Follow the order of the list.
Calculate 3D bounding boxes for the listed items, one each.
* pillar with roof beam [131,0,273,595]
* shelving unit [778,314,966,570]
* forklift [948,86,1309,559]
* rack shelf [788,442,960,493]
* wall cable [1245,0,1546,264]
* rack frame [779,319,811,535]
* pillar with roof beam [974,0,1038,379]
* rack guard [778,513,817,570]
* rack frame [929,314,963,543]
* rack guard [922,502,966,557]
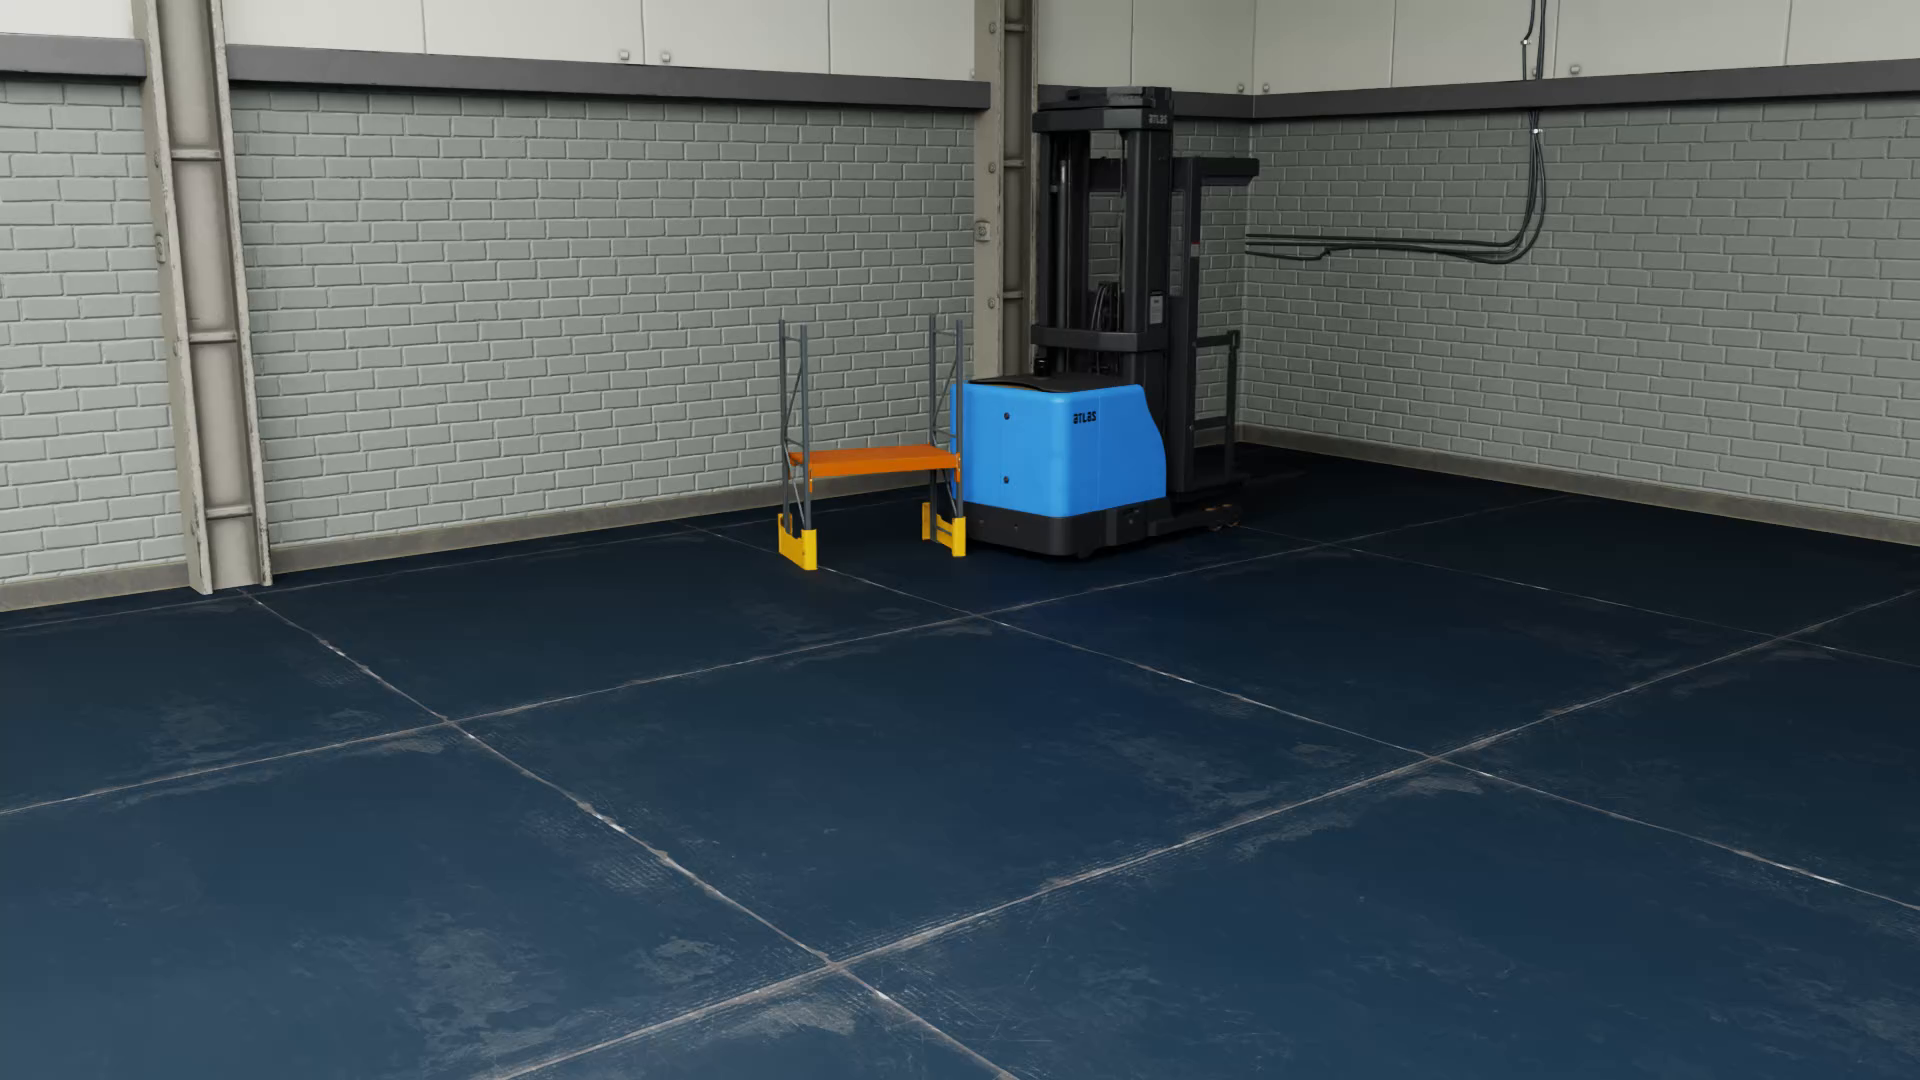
[{"bbox_3d":[-1.639,-3.437,5.651,0.400,9.000,9.100,-9,15,-38],"label":"pillar with roof beam"},{"bbox_3d":[-0.567,-0.644,10.552,1.083,1.500,0.587,-5,13,-22],"label":"shelving unit"},{"bbox_3d":[1.317,-1.556,11.401,1.130,2.935,3.031,12,17,44],"label":"forklift"},{"bbox_3d":[-0.559,-0.469,10.593,1.000,0.185,0.538,-5,13,-22],"label":"rack shelf"},{"bbox_3d":[3.483,-3.563,13.718,0.112,2.526,3.097,-9,15,-38],"label":"wall cable"},{"bbox_3d":[-1.028,-0.604,10.364,0.032,1.500,0.500,-5,13,-22],"label":"rack frame"},{"bbox_3d":[3.046,-4.216,9.317,0.400,9.000,9.100,-9,15,-38],"label":"pillar with roof beam"},{"bbox_3d":[-1.027,0.007,10.494,0.087,0.250,0.587,-5,13,-22],"label":"rack guard"},{"bbox_3d":[-0.090,-0.686,10.747,0.032,1.500,0.500,-5,13,-22],"label":"rack frame"},{"bbox_3d":[-0.108,-0.073,10.869,0.087,0.250,0.587,-5,13,-22],"label":"rack guard"}]
